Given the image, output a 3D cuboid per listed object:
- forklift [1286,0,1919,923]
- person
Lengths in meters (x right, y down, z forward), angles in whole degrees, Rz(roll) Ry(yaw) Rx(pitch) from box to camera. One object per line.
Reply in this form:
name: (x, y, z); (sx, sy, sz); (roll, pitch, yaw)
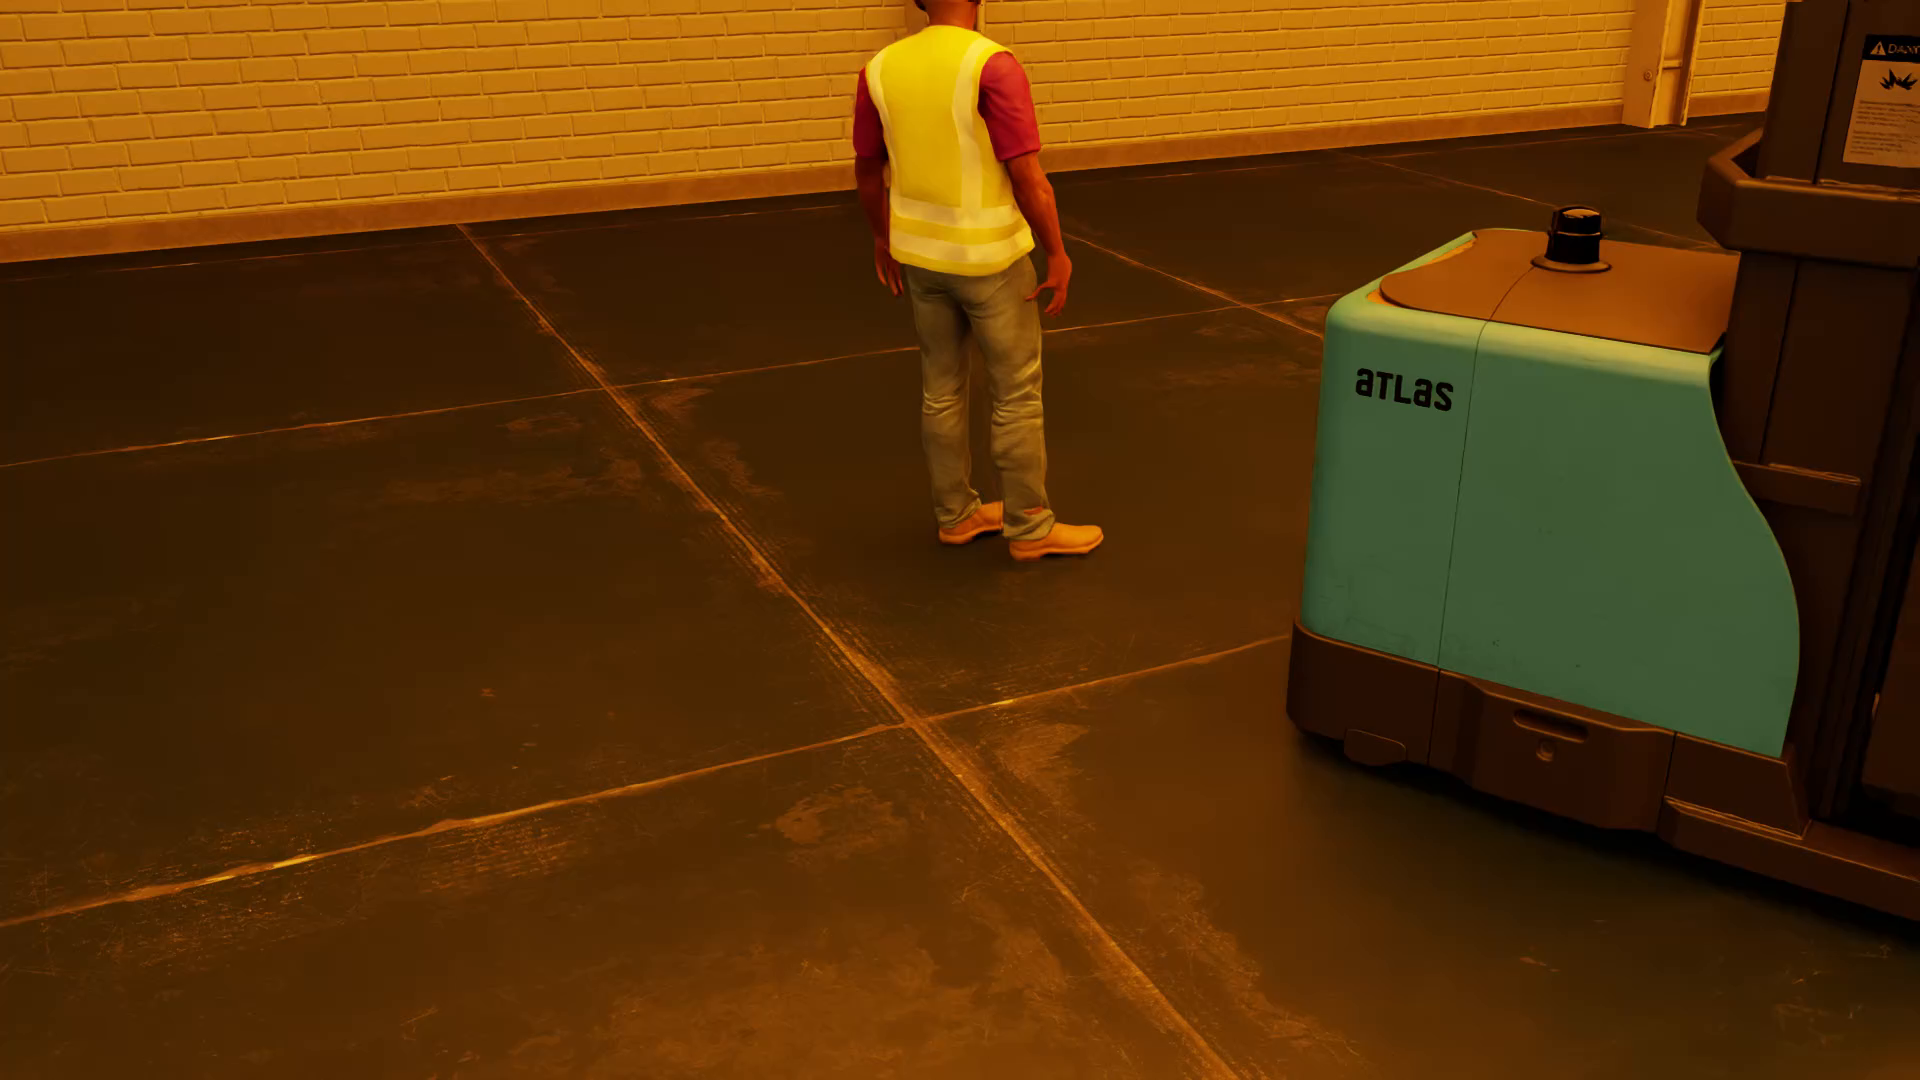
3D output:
forklift: (2.272, -0.698, 2.966); (3.031, 2.935, 1.130); (15, 27, 32)
person: (0.034, -0.820, 4.780); (0.739, 1.768, 0.429); (14, 26, 31)
